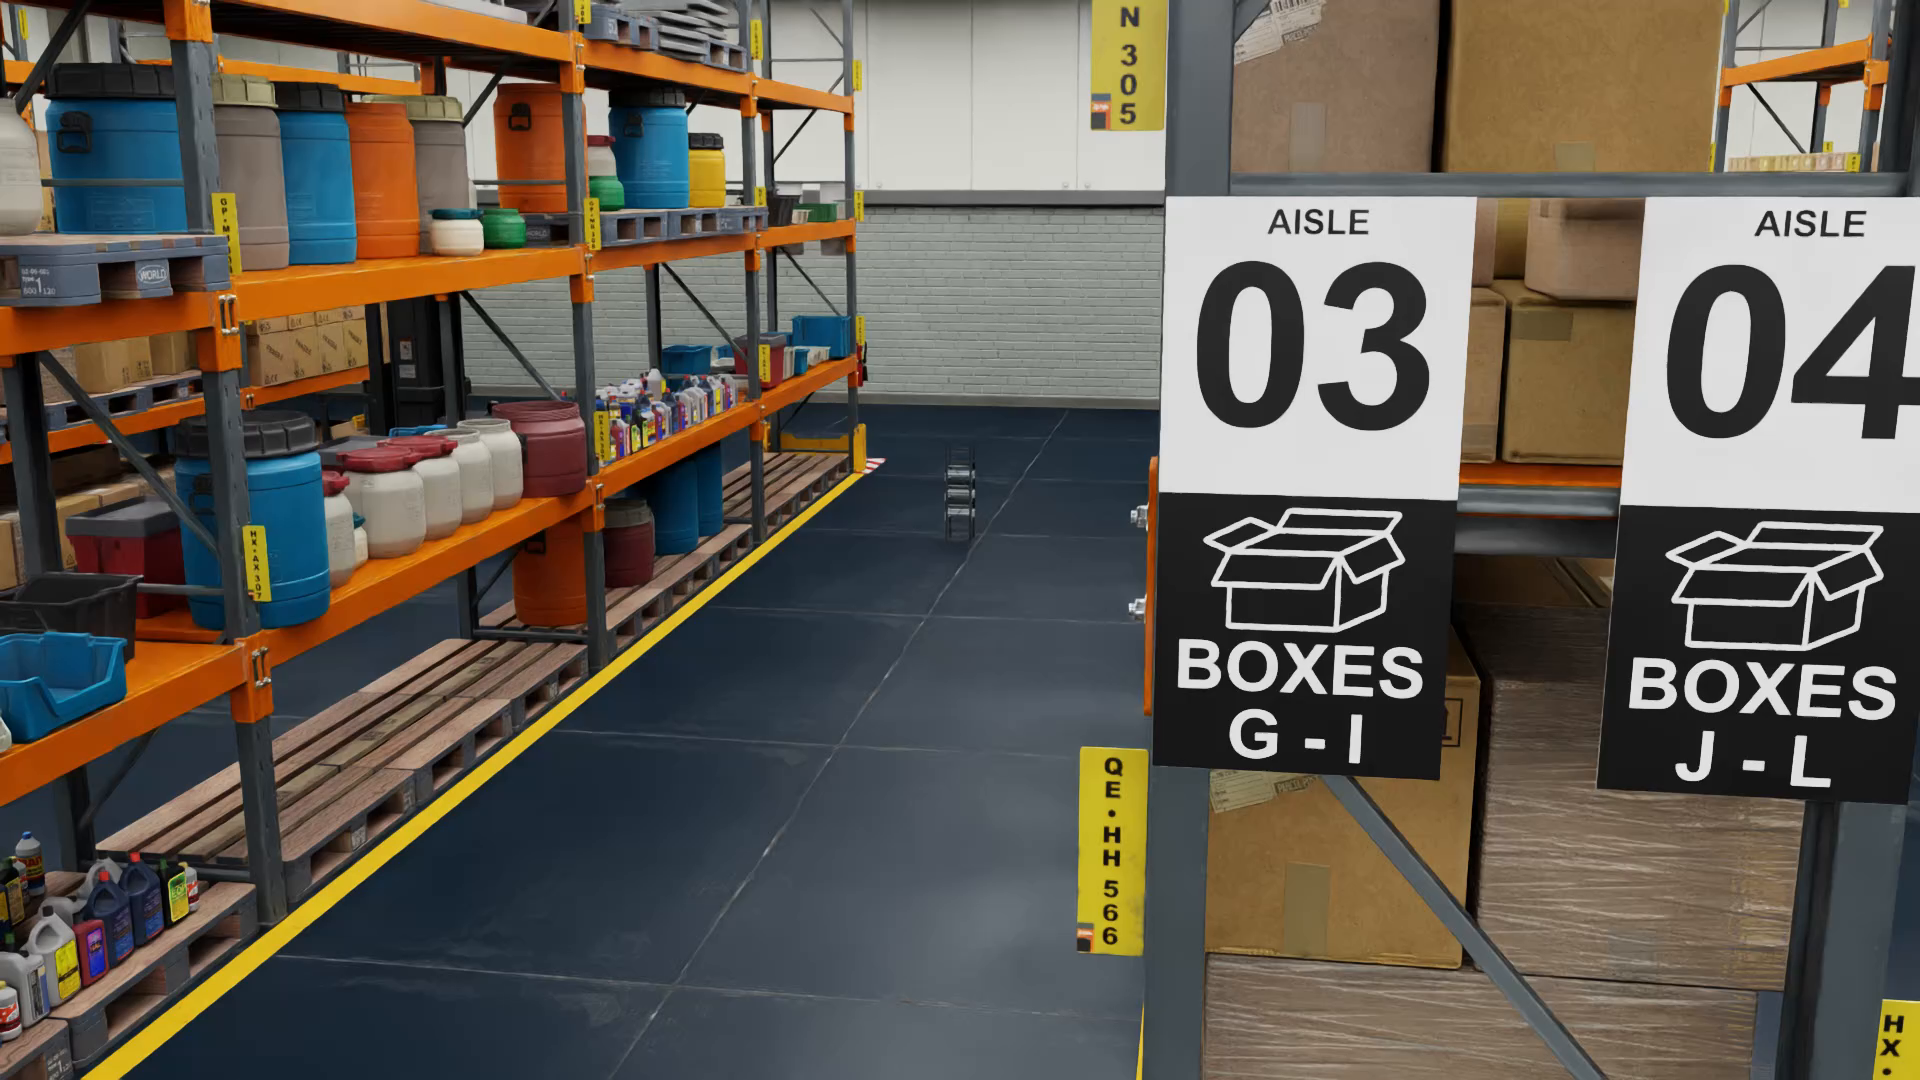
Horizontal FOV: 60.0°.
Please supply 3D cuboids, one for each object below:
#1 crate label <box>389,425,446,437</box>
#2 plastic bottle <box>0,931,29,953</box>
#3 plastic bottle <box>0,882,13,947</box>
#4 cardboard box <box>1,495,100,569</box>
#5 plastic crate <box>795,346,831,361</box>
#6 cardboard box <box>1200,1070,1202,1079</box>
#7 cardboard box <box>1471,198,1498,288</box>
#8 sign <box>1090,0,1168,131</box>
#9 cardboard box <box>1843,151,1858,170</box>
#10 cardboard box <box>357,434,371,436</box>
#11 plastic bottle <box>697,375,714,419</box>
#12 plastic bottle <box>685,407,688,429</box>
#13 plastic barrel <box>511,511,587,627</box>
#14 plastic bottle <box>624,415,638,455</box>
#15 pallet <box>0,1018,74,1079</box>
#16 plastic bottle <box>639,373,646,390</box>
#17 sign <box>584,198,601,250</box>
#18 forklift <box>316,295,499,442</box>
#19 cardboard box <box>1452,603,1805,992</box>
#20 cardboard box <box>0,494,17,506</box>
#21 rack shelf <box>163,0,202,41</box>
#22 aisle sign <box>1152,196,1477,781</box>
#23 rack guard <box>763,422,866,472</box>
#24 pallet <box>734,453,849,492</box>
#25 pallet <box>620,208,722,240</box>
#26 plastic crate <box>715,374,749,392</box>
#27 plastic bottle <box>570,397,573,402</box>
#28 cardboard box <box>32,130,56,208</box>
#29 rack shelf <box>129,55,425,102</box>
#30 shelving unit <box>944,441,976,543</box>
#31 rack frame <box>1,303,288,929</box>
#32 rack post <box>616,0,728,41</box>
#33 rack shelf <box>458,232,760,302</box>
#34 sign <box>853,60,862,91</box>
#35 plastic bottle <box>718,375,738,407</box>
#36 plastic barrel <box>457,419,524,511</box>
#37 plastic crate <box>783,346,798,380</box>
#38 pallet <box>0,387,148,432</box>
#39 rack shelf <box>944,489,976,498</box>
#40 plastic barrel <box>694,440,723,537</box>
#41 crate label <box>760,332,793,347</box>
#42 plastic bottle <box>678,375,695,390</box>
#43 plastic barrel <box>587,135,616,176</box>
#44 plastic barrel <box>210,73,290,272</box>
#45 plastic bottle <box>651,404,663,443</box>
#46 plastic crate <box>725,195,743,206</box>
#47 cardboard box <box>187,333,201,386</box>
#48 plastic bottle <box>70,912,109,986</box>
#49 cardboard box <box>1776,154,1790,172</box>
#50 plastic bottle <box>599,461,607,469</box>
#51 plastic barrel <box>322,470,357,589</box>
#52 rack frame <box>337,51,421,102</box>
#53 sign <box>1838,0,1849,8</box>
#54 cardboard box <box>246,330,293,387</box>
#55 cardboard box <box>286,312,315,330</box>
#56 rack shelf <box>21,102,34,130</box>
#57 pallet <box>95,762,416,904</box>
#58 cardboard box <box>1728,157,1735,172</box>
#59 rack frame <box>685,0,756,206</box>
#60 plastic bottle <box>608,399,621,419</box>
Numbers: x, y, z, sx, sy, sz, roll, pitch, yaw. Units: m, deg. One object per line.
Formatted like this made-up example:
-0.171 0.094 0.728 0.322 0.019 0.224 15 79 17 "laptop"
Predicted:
-3.312 -0.437 10.076 0.502 0.435 0.616 2 12 9 "crate label"
-3.506 1.580 6.202 0.061 0.283 0.133 2 12 9 "plastic bottle"
-3.899 1.454 6.628 0.144 0.351 0.185 2 12 9 "plastic bottle"
-7.276 -0.071 13.351 0.500 0.500 0.500 2 12 8 "cardboard box"
-1.608 -2.008 17.932 0.396 0.136 0.243 2 12 9 "plastic crate"
0.638 1.159 3.350 0.380 0.149 0.250 2 12 9 "cardboard box"
0.662 -0.499 2.733 0.380 0.149 0.250 1 12 7 "cardboard box"
0.226 -0.714 2.220 0.100 0.325 0.005 2 12 9 "sign"
7.280 -3.015 13.223 0.380 0.149 0.250 1 12 6 "cardboard box"
-6.571 -0.998 18.242 0.500 0.250 0.500 2 12 9 "cardboard box"
-2.123 -1.186 13.752 0.144 0.351 0.185 2 12 9 "plastic bottle"
-2.199 -0.979 13.144 0.097 0.201 0.097 0 12 0 "plastic bottle"
-2.833 0.135 11.658 0.600 0.830 0.708 2 12 9 "plastic barrel"
-2.369 -0.763 11.950 0.061 0.283 0.133 2 12 9 "plastic bottle"
-3.837 1.971 5.604 1.003 0.211 1.213 2 12 9 "pallet"
-2.775 -1.304 14.456 0.061 0.283 0.133 2 12 9 "plastic bottle"
-2.347 -2.017 10.618 0.100 0.325 0.005 2 12 9 "sign"
-5.420 -1.527 15.379 3.031 2.935 1.130 1 12 5 "forklift"
1.126 0.419 2.869 0.500 0.500 0.500 2 12 9 "cardboard box"
-7.794 -0.083 13.402 0.500 0.500 0.500 1 12 7 "cardboard box"
-3.815 -1.755 4.689 1.077 0.370 4.000 2 12 9 "rack shelf"
0.466 -0.060 2.238 0.394 0.787 0.004 2 12 9 "aisle sign"
-1.671 -1.067 19.014 1.175 0.500 0.348 2 12 9 "rack guard"
-1.827 -0.750 18.229 1.003 0.211 1.213 2 12 9 "pallet"
-2.472 -2.422 12.698 1.003 0.211 1.213 2 12 9 "pallet"
-2.064 -1.444 15.312 0.396 0.136 0.243 2 12 9 "plastic crate"
-3.026 -0.963 12.877 0.061 0.283 0.133 2 12 9 "plastic bottle"
-7.523 -3.001 13.465 0.600 0.600 0.600 1 12 6 "cardboard box"
-6.863 -4.608 16.986 1.077 0.370 4.000 2 12 9 "rack shelf"
0.001 -0.442 15.163 0.258 0.900 0.210 2 12 9 "shelving unit"
-3.507 0.214 7.135 1.000 3.000 0.127 2 12 9 "rack frame"
-2.437 -4.172 13.429 0.937 0.300 0.954 2 12 8 "rack post"
-2.584 -2.149 12.690 1.077 0.370 4.000 2 12 9 "rack shelf"
-1.115 -5.044 18.061 0.100 0.325 0.005 2 12 9 "sign"
-2.018 -1.298 14.446 0.152 0.276 0.135 2 12 9 "plastic bottle"
-2.839 -0.452 9.961 0.421 0.512 0.421 0 12 0 "plastic barrel"
-1.860 -1.734 16.316 0.437 0.282 0.530 2 12 9 "plastic crate"
-7.491 -1.091 13.646 1.003 0.211 1.213 2 12 9 "pallet"
0.001 -0.409 15.170 0.258 0.077 0.200 2 12 9 "rack shelf"
-2.377 -0.518 14.516 0.600 0.901 0.708 2 12 9 "plastic barrel"
-2.025 -2.190 18.548 0.416 0.233 0.303 2 12 9 "crate label"
-2.266 -1.191 13.773 0.144 0.351 0.185 2 12 9 "plastic bottle"
-2.768 -2.730 12.359 0.433 0.535 0.433 0 12 0 "plastic barrel"
-3.543 -1.746 7.922 0.600 0.901 0.600 0 12 0 "plastic barrel"
-2.283 -0.880 12.489 0.061 0.283 0.133 2 12 9 "plastic bottle"
-2.307 -3.241 16.328 0.437 0.282 0.530 2 12 9 "plastic crate"
-7.347 -1.773 16.121 0.500 0.500 0.500 2 12 10 "cardboard box"
-3.335 1.546 6.360 0.061 0.283 0.133 3 12 12 "plastic bottle"
7.473 -3.338 14.723 0.380 0.149 0.250 2 12 8 "cardboard box"
-2.506 -0.637 11.381 0.152 0.276 0.135 2 12 9 "plastic bottle"
-3.143 -0.044 8.012 0.433 0.535 0.433 0 12 0 "plastic barrel"
-6.555 -5.377 18.842 1.000 3.000 0.127 2 12 9 "rack frame"
8.663 -5.386 16.288 0.100 0.325 0.005 2 12 9 "sign"
-6.823 -1.758 16.051 0.500 0.500 0.500 2 12 10 "cardboard box"
-6.741 -2.346 16.406 0.500 0.500 0.500 1 12 7 "cardboard box"
-11.758 -4.574 17.769 1.077 0.370 4.000 2 12 9 "rack shelf"
-3.425 1.413 8.193 1.003 0.211 1.213 2 12 9 "pallet"
7.843 -3.714 16.464 0.380 0.149 0.250 2 12 8 "cardboard box"
-2.277 -4.384 14.230 1.000 3.000 0.127 2 12 9 "rack frame"
-2.776 -1.029 13.374 0.097 0.201 0.097 0 12 0 "plastic bottle"
